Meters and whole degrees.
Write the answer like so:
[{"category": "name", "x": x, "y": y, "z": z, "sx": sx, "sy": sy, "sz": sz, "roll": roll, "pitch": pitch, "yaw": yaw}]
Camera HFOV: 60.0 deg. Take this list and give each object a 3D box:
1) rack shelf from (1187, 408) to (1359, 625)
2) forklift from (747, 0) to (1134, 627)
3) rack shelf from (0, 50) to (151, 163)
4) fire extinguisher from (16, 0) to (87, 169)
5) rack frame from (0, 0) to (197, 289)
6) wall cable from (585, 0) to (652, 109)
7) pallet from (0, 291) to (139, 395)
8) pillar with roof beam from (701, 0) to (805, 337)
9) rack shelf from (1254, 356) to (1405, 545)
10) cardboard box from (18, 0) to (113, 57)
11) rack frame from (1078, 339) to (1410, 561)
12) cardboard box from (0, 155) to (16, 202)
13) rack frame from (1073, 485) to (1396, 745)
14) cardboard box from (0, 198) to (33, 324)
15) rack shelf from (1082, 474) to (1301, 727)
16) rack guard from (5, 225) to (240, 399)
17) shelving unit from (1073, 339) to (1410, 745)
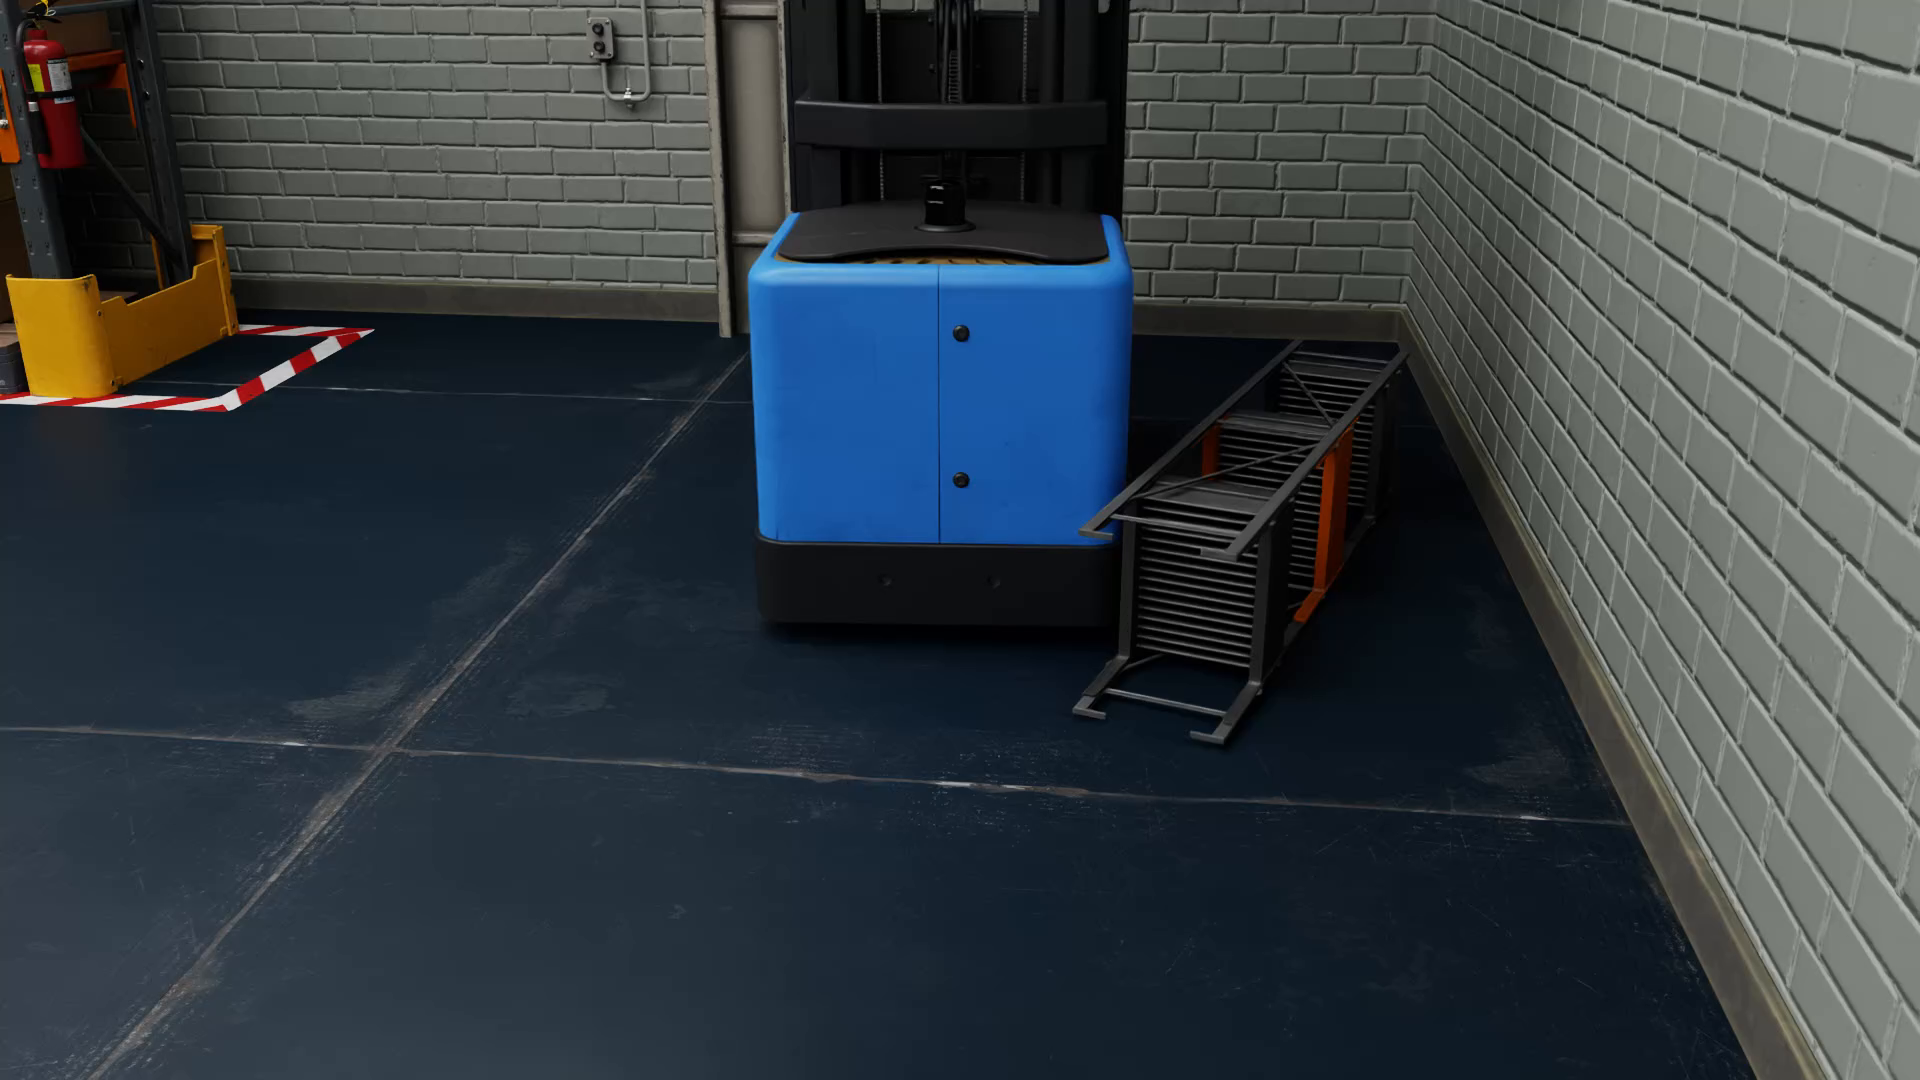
[{"category": "rack shelf", "x": 0.910, "y": -0.096, "z": 4.972, "sx": 0.431, "sy": 0.480, "sz": 0.518, "roll": 10, "pitch": 23, "yaw": 23}, {"category": "forklift", "x": -0.002, "y": -1.614, "z": 5.536, "sx": 1.130, "sy": 2.935, "sz": 3.031, "roll": 1, "pitch": 22, "yaw": 2}, {"category": "rack shelf", "x": -5.692, "y": -1.956, "z": 7.285, "sx": 4.000, "sy": 0.370, "sz": 1.077, "roll": 2, "pitch": 22, "yaw": 6}, {"category": "fire extinguisher", "x": -3.610, "y": -1.819, "z": 6.574, "sx": 0.183, "sy": 0.674, "sz": 0.296, "roll": 2, "pitch": 22, "yaw": 6}, {"category": "rack frame", "x": -3.706, "y": -2.204, "z": 6.934, "sx": 0.127, "sy": 3.000, "sz": 1.000, "roll": 2, "pitch": 22, "yaw": 6}, {"category": "wall cable", "x": -2.323, "y": -2.966, "z": 7.481, "sx": 1.851, "sy": 1.984, "sz": 0.084, "roll": 2, "pitch": 22, "yaw": 6}, {"category": "pallet", "x": -4.509, "y": -0.913, "z": 7.462, "sx": 1.213, "sy": 0.211, "sz": 1.003, "roll": 2, "pitch": 22, "yaw": 6}, {"category": "pillar with roof beam", "x": -1.429, "y": -3.621, "z": 2.359, "sx": 0.400, "sy": 9.000, "sz": 9.100, "roll": 2, "pitch": 22, "yaw": 6}, {"category": "rack shelf", "x": 1.206, "y": -0.323, "z": 5.564, "sx": 0.431, "sy": 0.480, "sz": 0.518, "roll": 10, "pitch": 23, "yaw": 23}, {"category": "cardboard box", "x": -4.213, "y": -2.362, "z": 6.926, "sx": 0.700, "sy": 0.700, "sz": 0.980, "roll": 3, "pitch": 22, "yaw": 9}, {"category": "rack frame", "x": 0.917, "y": -0.328, "z": 4.895, "sx": 0.400, "sy": 0.015, "sz": 2.100, "roll": 10, "pitch": 23, "yaw": 23}, {"category": "cardboard box", "x": -4.265, "y": -1.600, "z": 7.353, "sx": 0.250, "sy": 0.149, "sz": 0.380, "roll": 3, "pitch": 22, "yaw": 7}, {"category": "rack frame", "x": 0.915, "y": 0.127, "z": 5.071, "sx": 0.400, "sy": 0.015, "sz": 2.100, "roll": 10, "pitch": 23, "yaw": 23}, {"category": "cardboard box", "x": -4.413, "y": -1.230, "z": 7.301, "sx": 0.500, "sy": 0.500, "sz": 0.700, "roll": 2, "pitch": 22, "yaw": 6}, {"category": "rack shelf", "x": 0.614, "y": 0.131, "z": 4.380, "sx": 0.431, "sy": 0.480, "sz": 0.518, "roll": 10, "pitch": 23, "yaw": 23}, {"category": "rack guard", "x": -3.682, "y": -1.040, "z": 7.391, "sx": 0.348, "sy": 0.500, "sz": 1.175, "roll": 2, "pitch": 22, "yaw": 6}, {"category": "shelving unit", "x": 0.916, "y": -0.101, "z": 4.983, "sx": 0.431, "sy": 0.503, "sz": 2.100, "roll": 10, "pitch": 23, "yaw": 23}]
